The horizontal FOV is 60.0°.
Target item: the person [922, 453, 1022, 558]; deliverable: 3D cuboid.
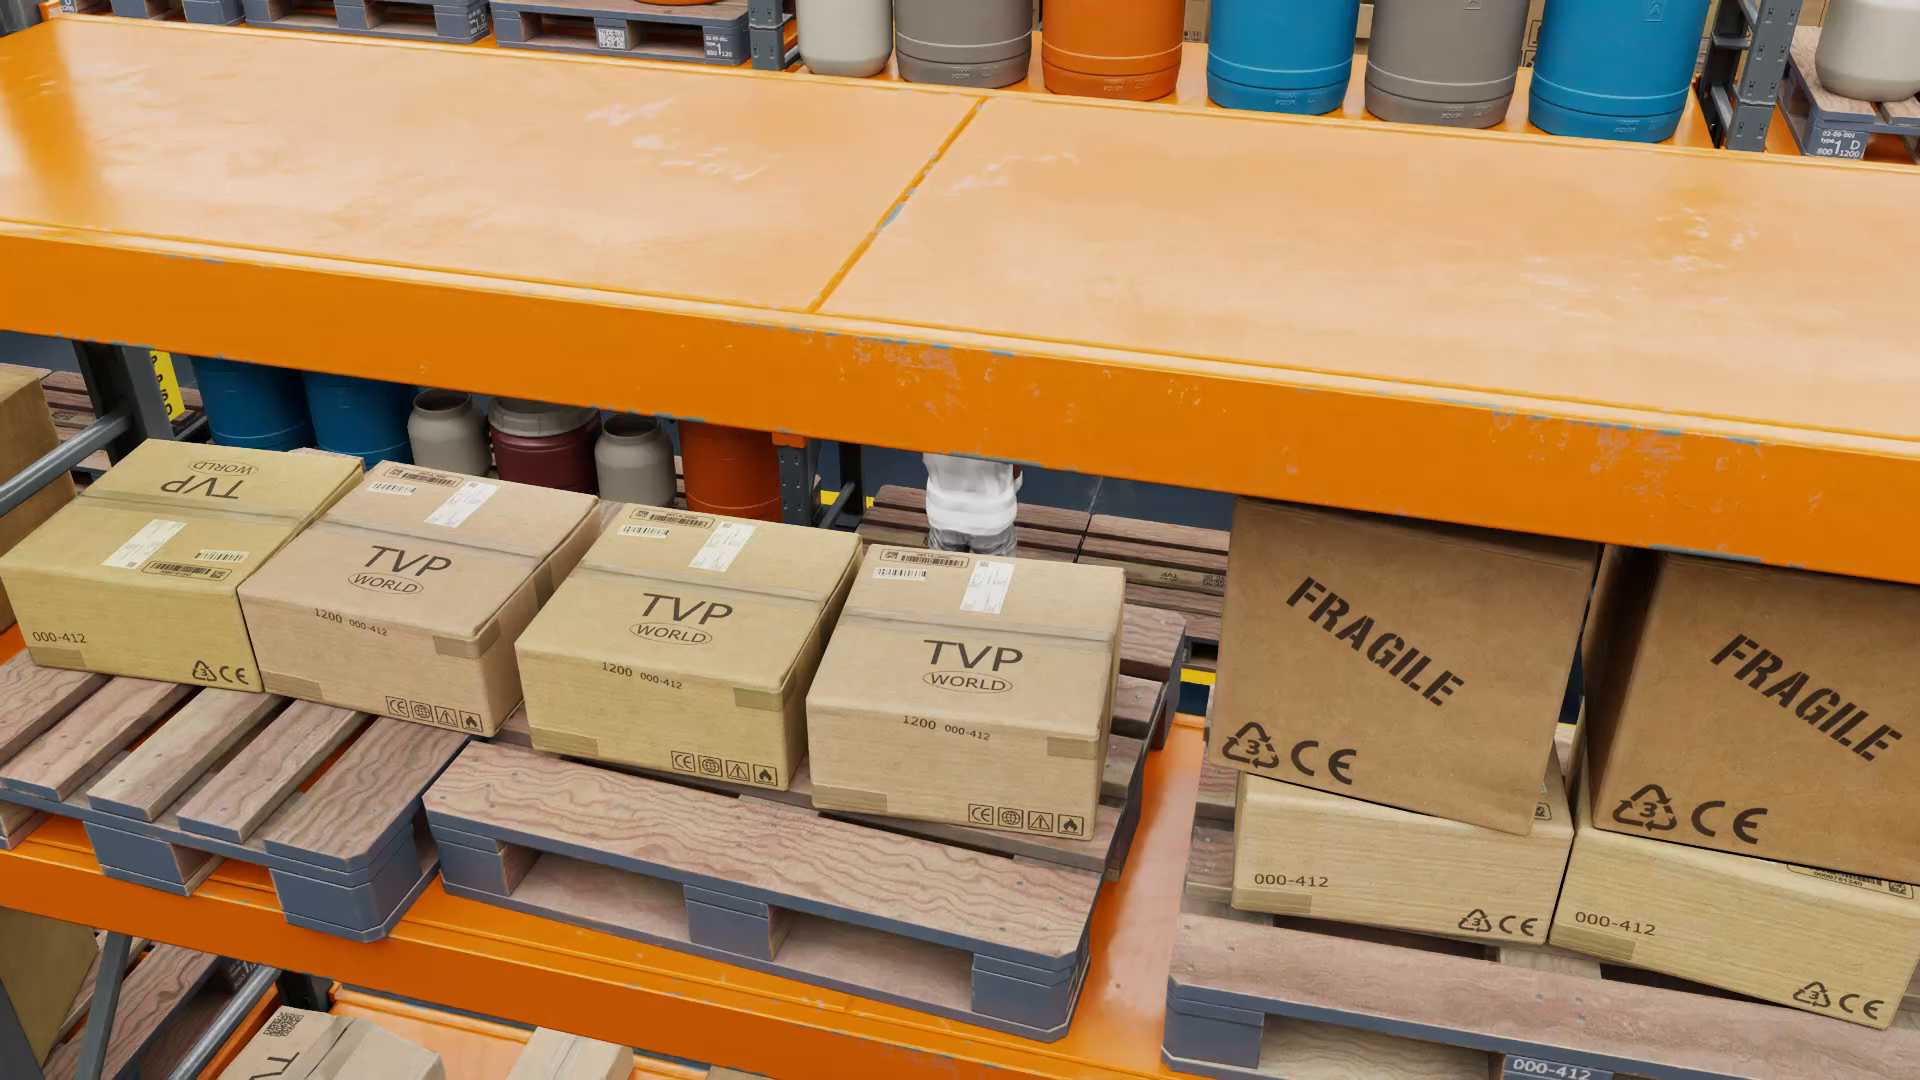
[{"bbox_3d":[0.067,-0.161,7.900,0.487,1.778,0.584,8,33,12],"label":"person"}]
